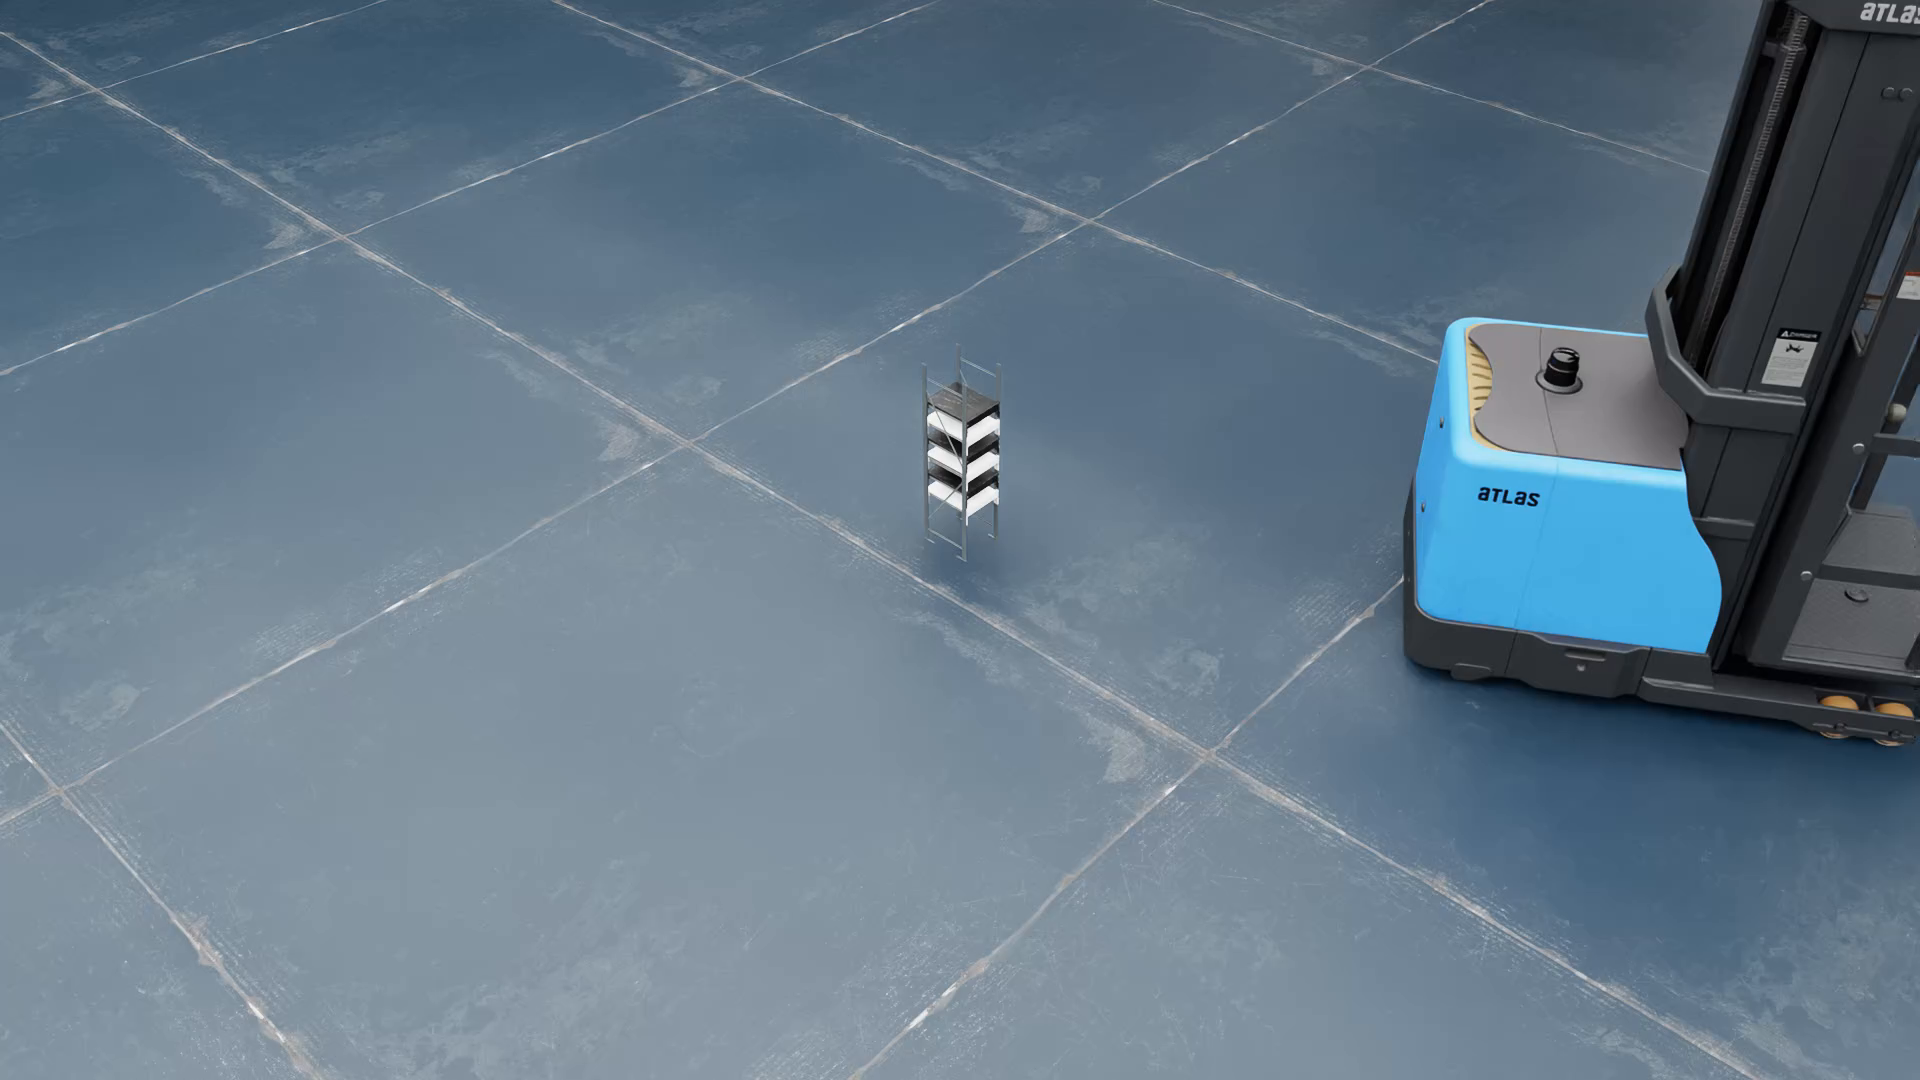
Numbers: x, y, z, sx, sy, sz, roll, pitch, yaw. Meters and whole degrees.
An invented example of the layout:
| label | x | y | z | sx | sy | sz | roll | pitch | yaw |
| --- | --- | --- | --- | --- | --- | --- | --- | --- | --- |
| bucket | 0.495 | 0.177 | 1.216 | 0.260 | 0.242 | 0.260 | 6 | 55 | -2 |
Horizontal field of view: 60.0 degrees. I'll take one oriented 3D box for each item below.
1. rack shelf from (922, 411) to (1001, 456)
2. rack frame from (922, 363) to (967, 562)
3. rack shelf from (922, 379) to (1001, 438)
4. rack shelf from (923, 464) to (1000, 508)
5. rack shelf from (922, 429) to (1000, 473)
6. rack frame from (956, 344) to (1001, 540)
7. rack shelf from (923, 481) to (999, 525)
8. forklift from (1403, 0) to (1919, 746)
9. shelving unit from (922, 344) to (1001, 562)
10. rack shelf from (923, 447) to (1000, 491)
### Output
| label | x | y | z | sx | sy | sz | roll | pitch | yaw |
| --- | --- | --- | --- | --- | --- | --- | --- | --- | --- |
| rack shelf | 0.005 | -0.471 | 6.883 | 0.258 | 0.077 | 0.200 | 30 | 47 | 32 |
| rack frame | -0.063 | -0.309 | 6.916 | 0.240 | 0.900 | 0.006 | 30 | 47 | 32 |
| rack shelf | 0.005 | -0.541 | 6.827 | 0.258 | 0.077 | 0.200 | 30 | 47 | 32 |
| rack shelf | 0.005 | -0.259 | 7.051 | 0.258 | 0.077 | 0.200 | 30 | 47 | 32 |
| rack shelf | 0.005 | -0.400 | 6.939 | 0.258 | 0.077 | 0.200 | 30 | 47 | 32 |
| rack frame | 0.074 | -0.403 | 7.033 | 0.240 | 0.900 | 0.006 | 30 | 47 | 32 |
| rack shelf | 0.005 | -0.189 | 7.107 | 0.258 | 0.077 | 0.200 | 30 | 47 | 32 |
| forklift | 3.331 | -0.733 | 5.817 | 3.031 | 2.935 | 1.130 | 7 | 39 | 9 |
| shelving unit | 0.005 | -0.356 | 6.975 | 0.258 | 0.900 | 0.210 | 30 | 47 | 32 |
| rack shelf | 0.005 | -0.330 | 6.995 | 0.258 | 0.077 | 0.200 | 30 | 47 | 32 |
